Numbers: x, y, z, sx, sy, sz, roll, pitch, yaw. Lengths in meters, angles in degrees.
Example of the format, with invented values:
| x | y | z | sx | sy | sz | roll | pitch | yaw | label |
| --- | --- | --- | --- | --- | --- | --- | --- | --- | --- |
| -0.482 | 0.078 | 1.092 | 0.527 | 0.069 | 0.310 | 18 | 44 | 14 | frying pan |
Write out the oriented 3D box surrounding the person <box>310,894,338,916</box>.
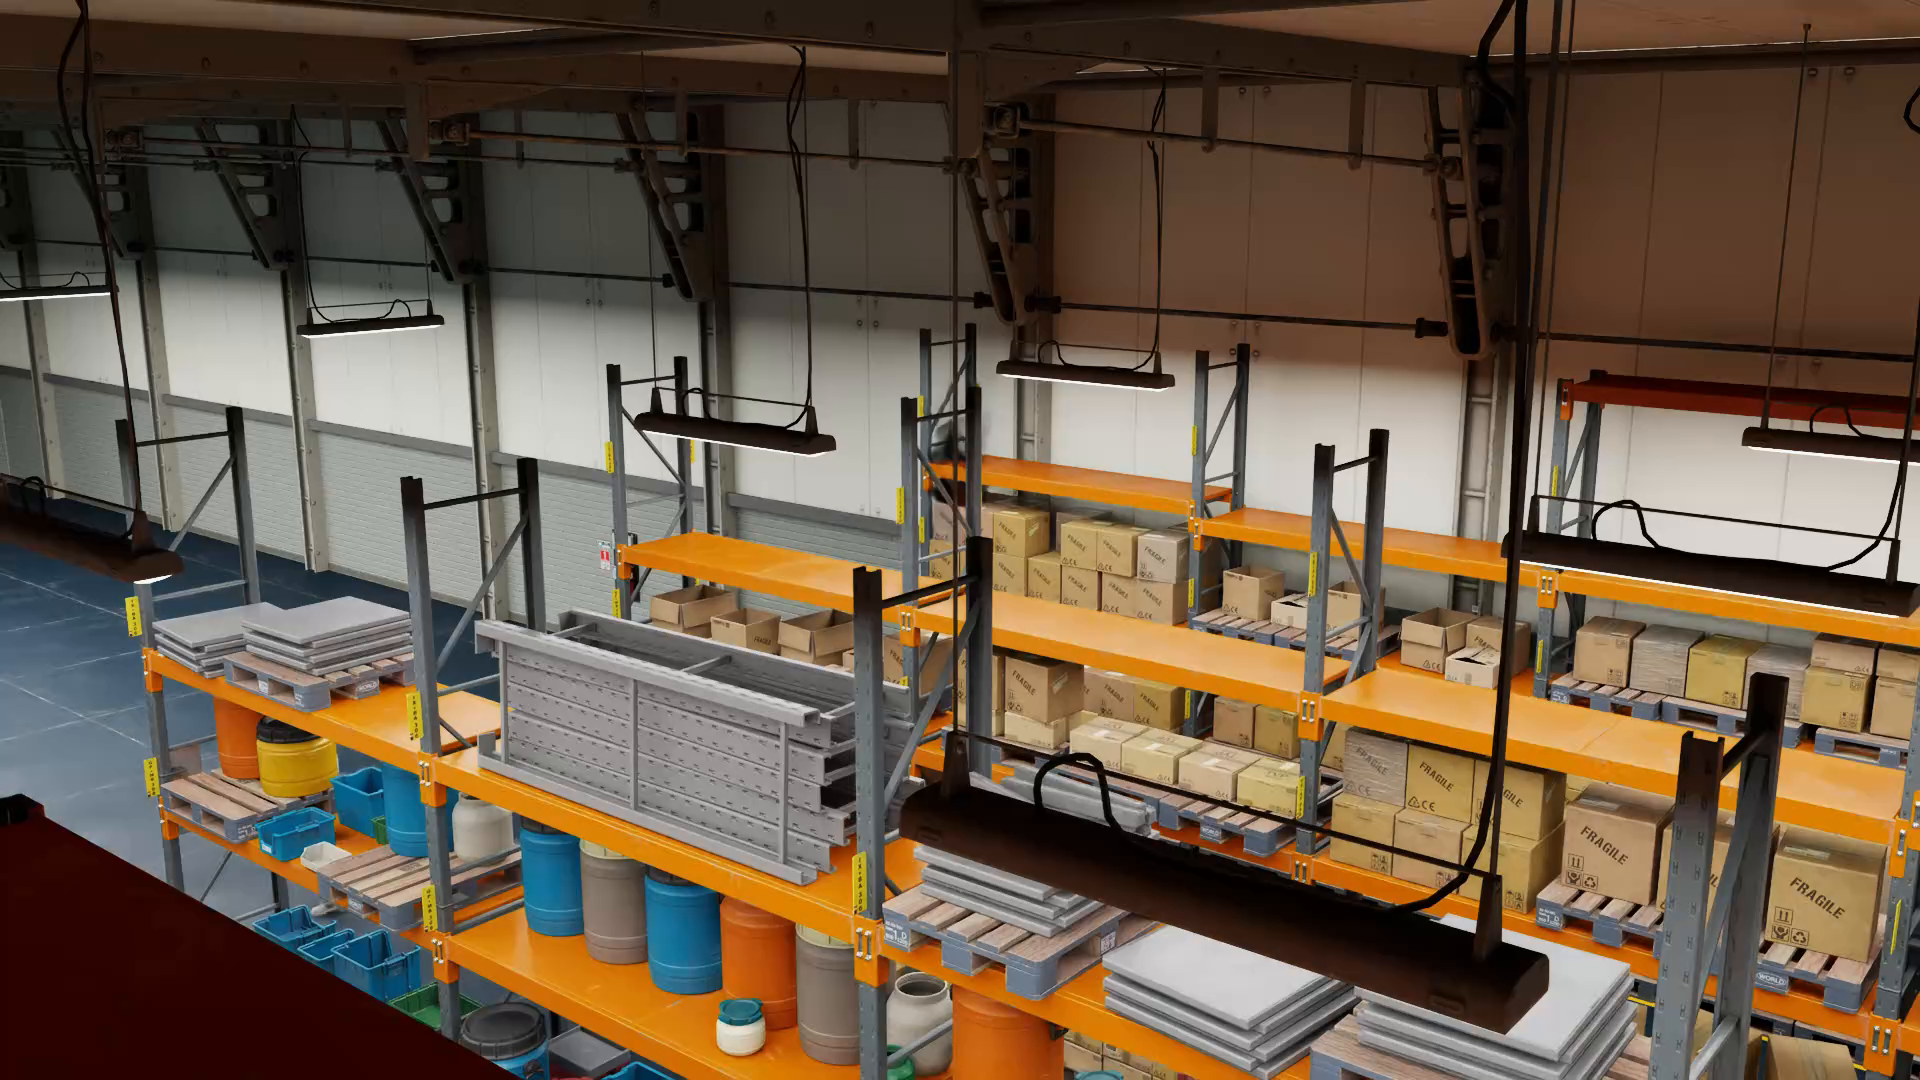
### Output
| x | y | z | sx | sy | sz | roll | pitch | yaw | label |
| --- | --- | --- | --- | --- | --- | --- | --- | --- | --- |
| -7.073 | 3.242 | 17.951 | 0.584 | 1.740 | 0.645 | -6 | 14 | -25 | person |
